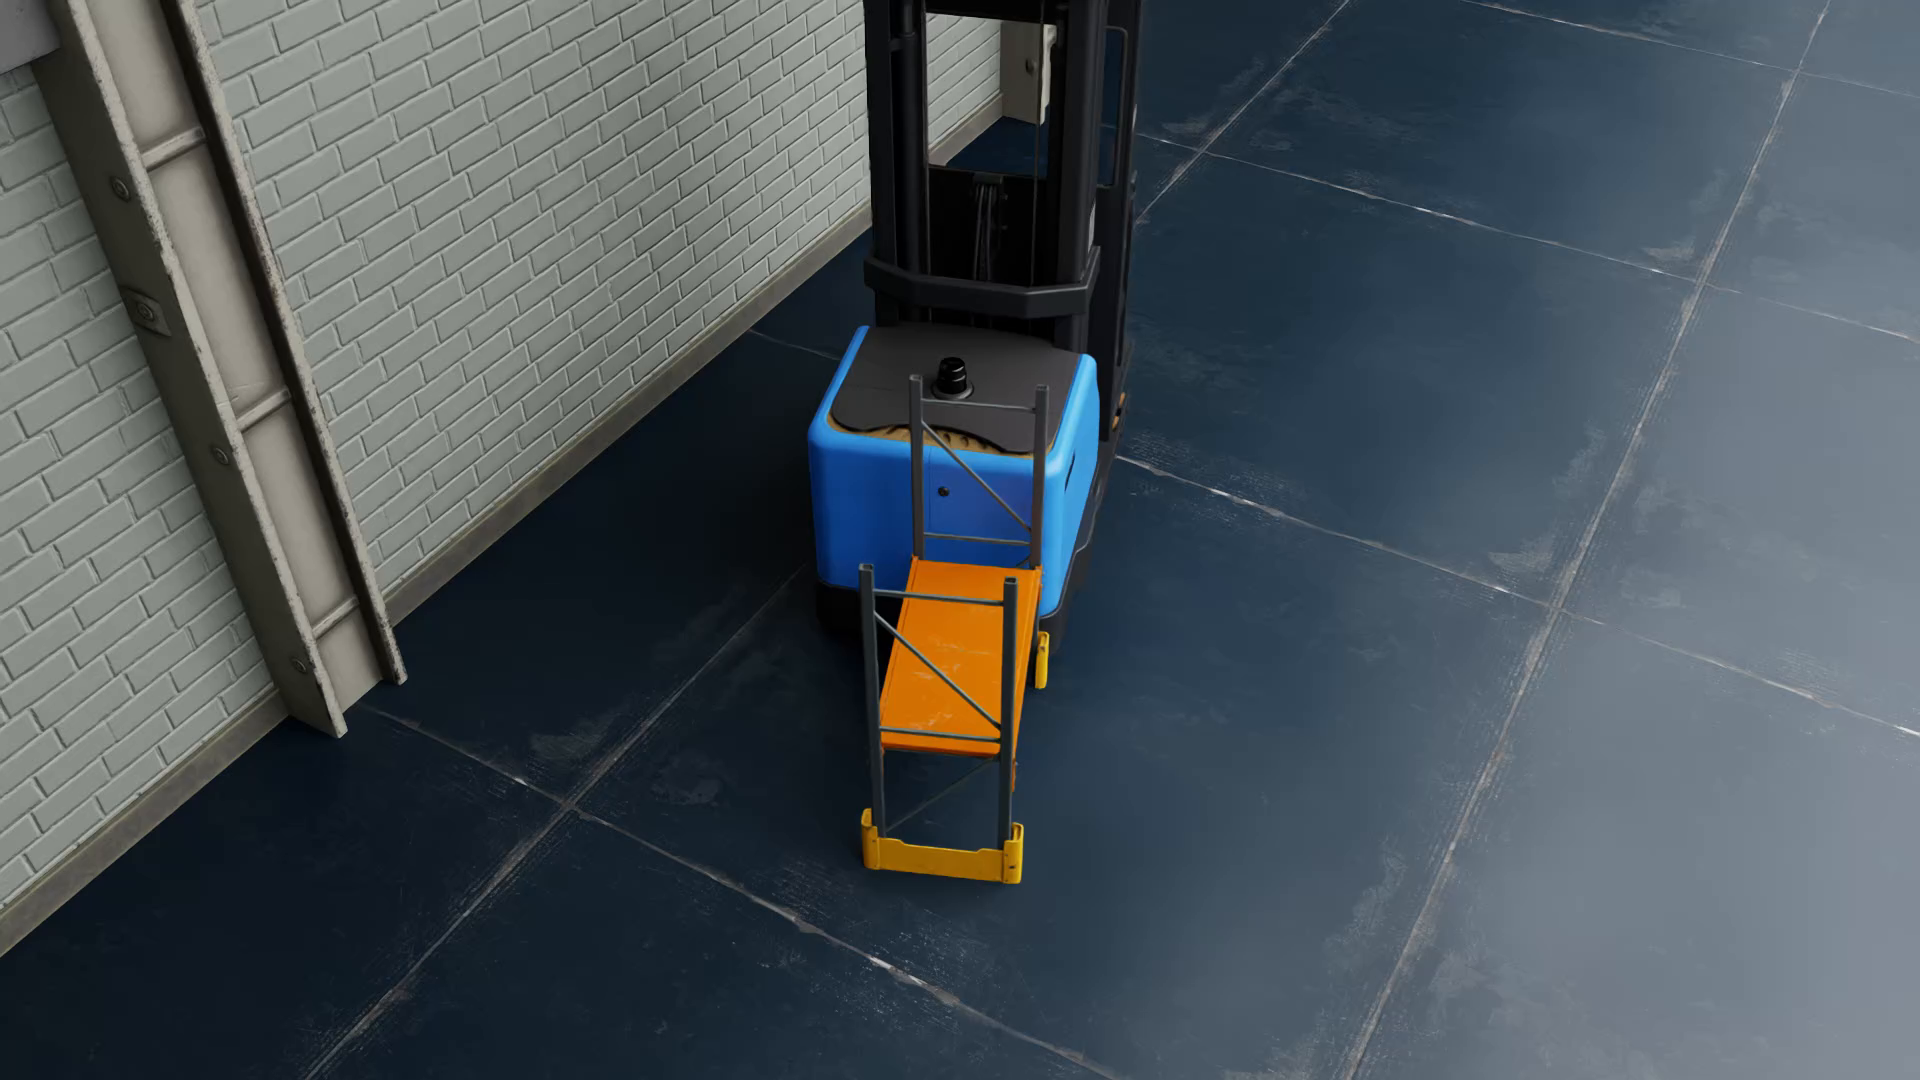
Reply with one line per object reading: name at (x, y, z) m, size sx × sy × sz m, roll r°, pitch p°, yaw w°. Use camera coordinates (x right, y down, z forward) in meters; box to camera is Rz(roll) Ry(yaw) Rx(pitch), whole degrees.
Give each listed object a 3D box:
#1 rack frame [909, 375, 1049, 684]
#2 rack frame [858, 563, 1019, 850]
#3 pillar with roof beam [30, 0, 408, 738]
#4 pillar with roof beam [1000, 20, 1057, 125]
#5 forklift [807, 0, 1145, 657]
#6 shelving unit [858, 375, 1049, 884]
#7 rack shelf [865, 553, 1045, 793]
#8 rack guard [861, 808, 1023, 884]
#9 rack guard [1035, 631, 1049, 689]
rack frame at (0.067, 0.001, 6.430) m, size 0.500 × 1.500 × 0.032 m, roll 5°, pitch 42°, yaw 6°
rack frame at (-0.068, 0.667, 5.673) m, size 0.500 × 1.500 × 0.032 m, roll 5°, pitch 42°, yaw 6°
pillar with roof beam at (1.203, -1.320, 2.256) m, size 9.100 × 9.000 × 0.400 m, roll 21°, pitch 45°, yaw 22°
pillar with roof beam at (4.205, -4.753, 6.154) m, size 9.100 × 9.000 × 0.400 m, roll 21°, pitch 45°, yaw 22°
forklift at (0.221, -1.586, 7.148) m, size 1.130 × 2.935 × 3.031 m, roll 9°, pitch 42°, yaw 10°
shelving unit at (0.001, 0.328, 6.058) m, size 0.587 × 1.500 × 1.083 m, roll 5°, pitch 42°, yaw 6°
rack shelf at (0.000, 0.469, 6.170) m, size 0.538 × 0.185 × 1.000 m, roll 5°, pitch 42°, yaw 6°
rack guard at (-0.065, 1.123, 6.101) m, size 0.587 × 0.250 × 0.087 m, roll 5°, pitch 42°, yaw 6°
rack guard at (0.067, 0.471, 6.842) m, size 0.587 × 0.250 × 0.087 m, roll 5°, pitch 42°, yaw 6°
